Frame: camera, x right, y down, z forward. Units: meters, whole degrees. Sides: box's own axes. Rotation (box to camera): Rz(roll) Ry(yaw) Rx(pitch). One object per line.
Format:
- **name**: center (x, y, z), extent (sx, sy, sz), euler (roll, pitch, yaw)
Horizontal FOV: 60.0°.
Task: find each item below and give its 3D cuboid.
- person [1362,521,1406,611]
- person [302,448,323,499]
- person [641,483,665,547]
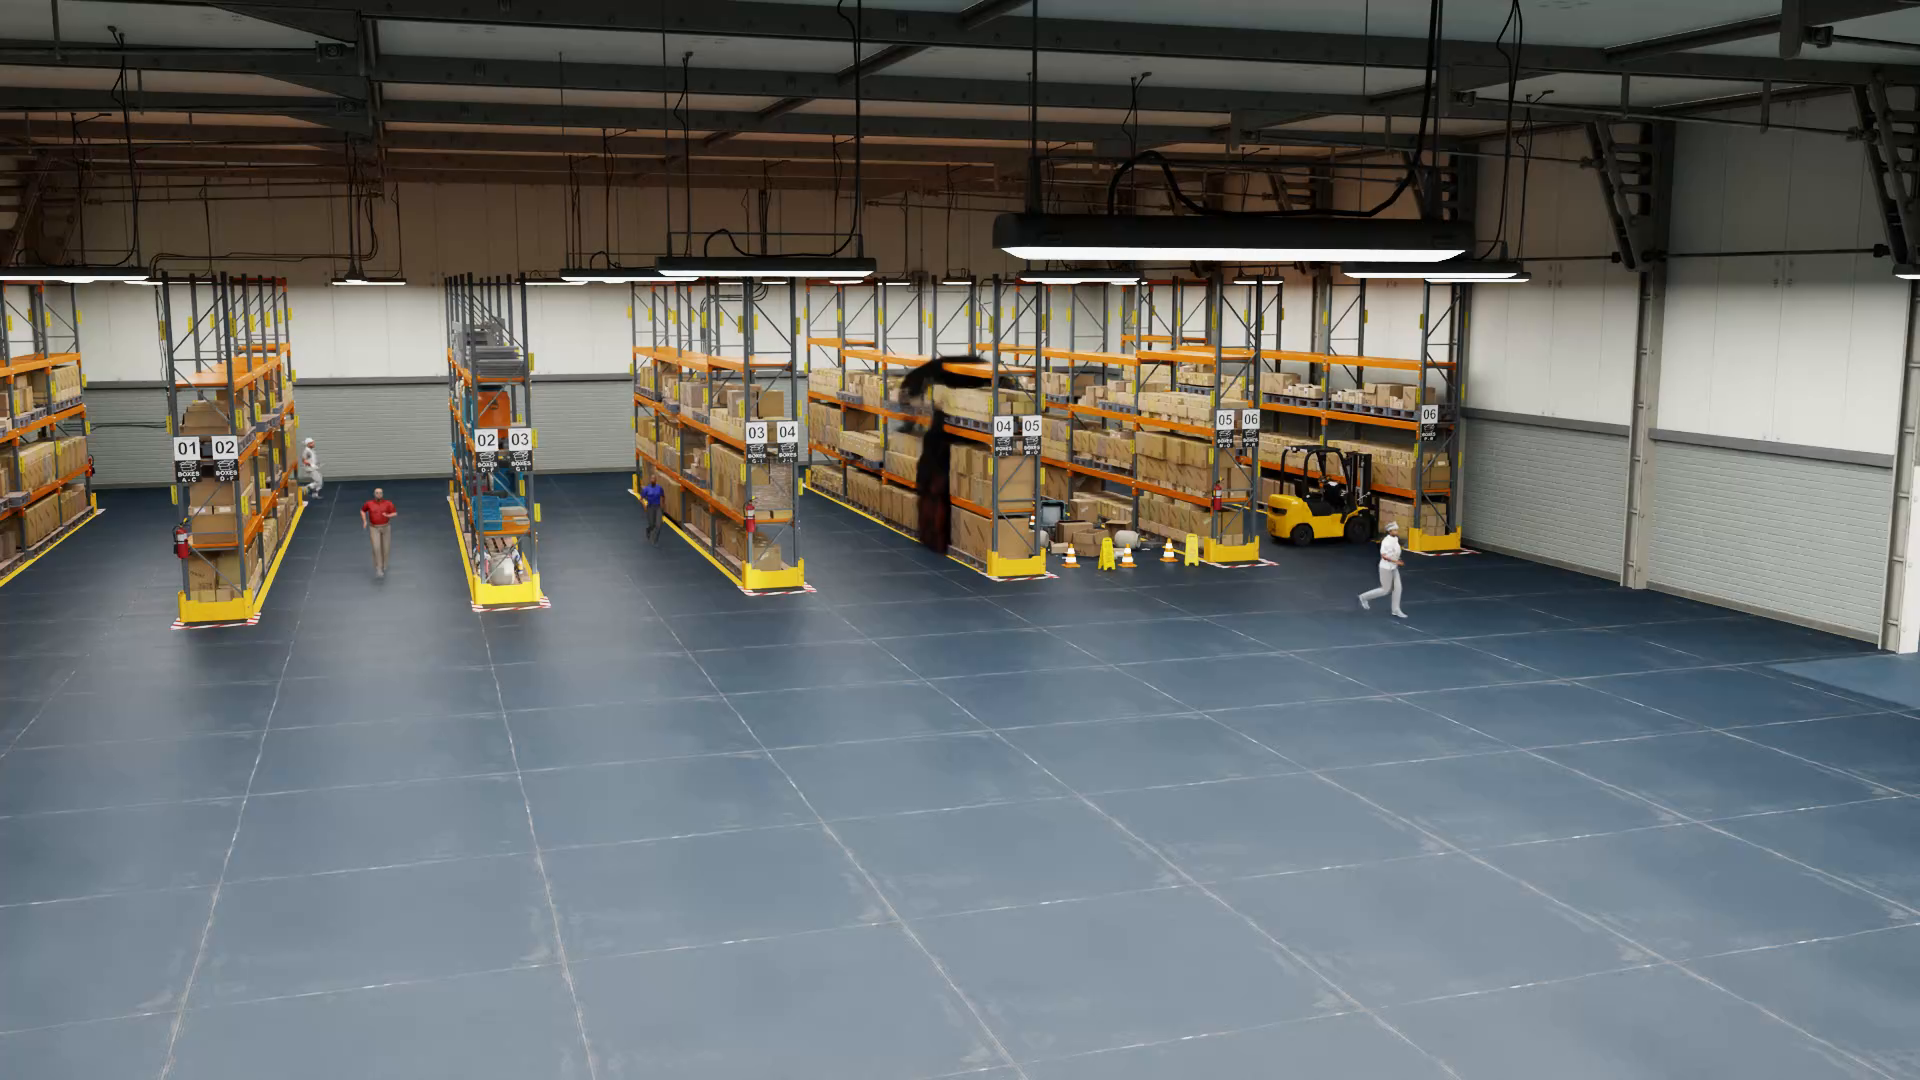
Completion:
- **person**: center (7.506, 0.456, 29.262), extent (0.734, 1.609, 0.587), euler (6, 10, 33)
- **person**: center (-17.659, -1.809, 45.271), extent (0.572, 1.446, 0.627), euler (-2, 9, -11)
- **person**: center (-6.875, -0.574, 37.315), extent (0.544, 1.415, 0.578), euler (-4, 9, -25)
